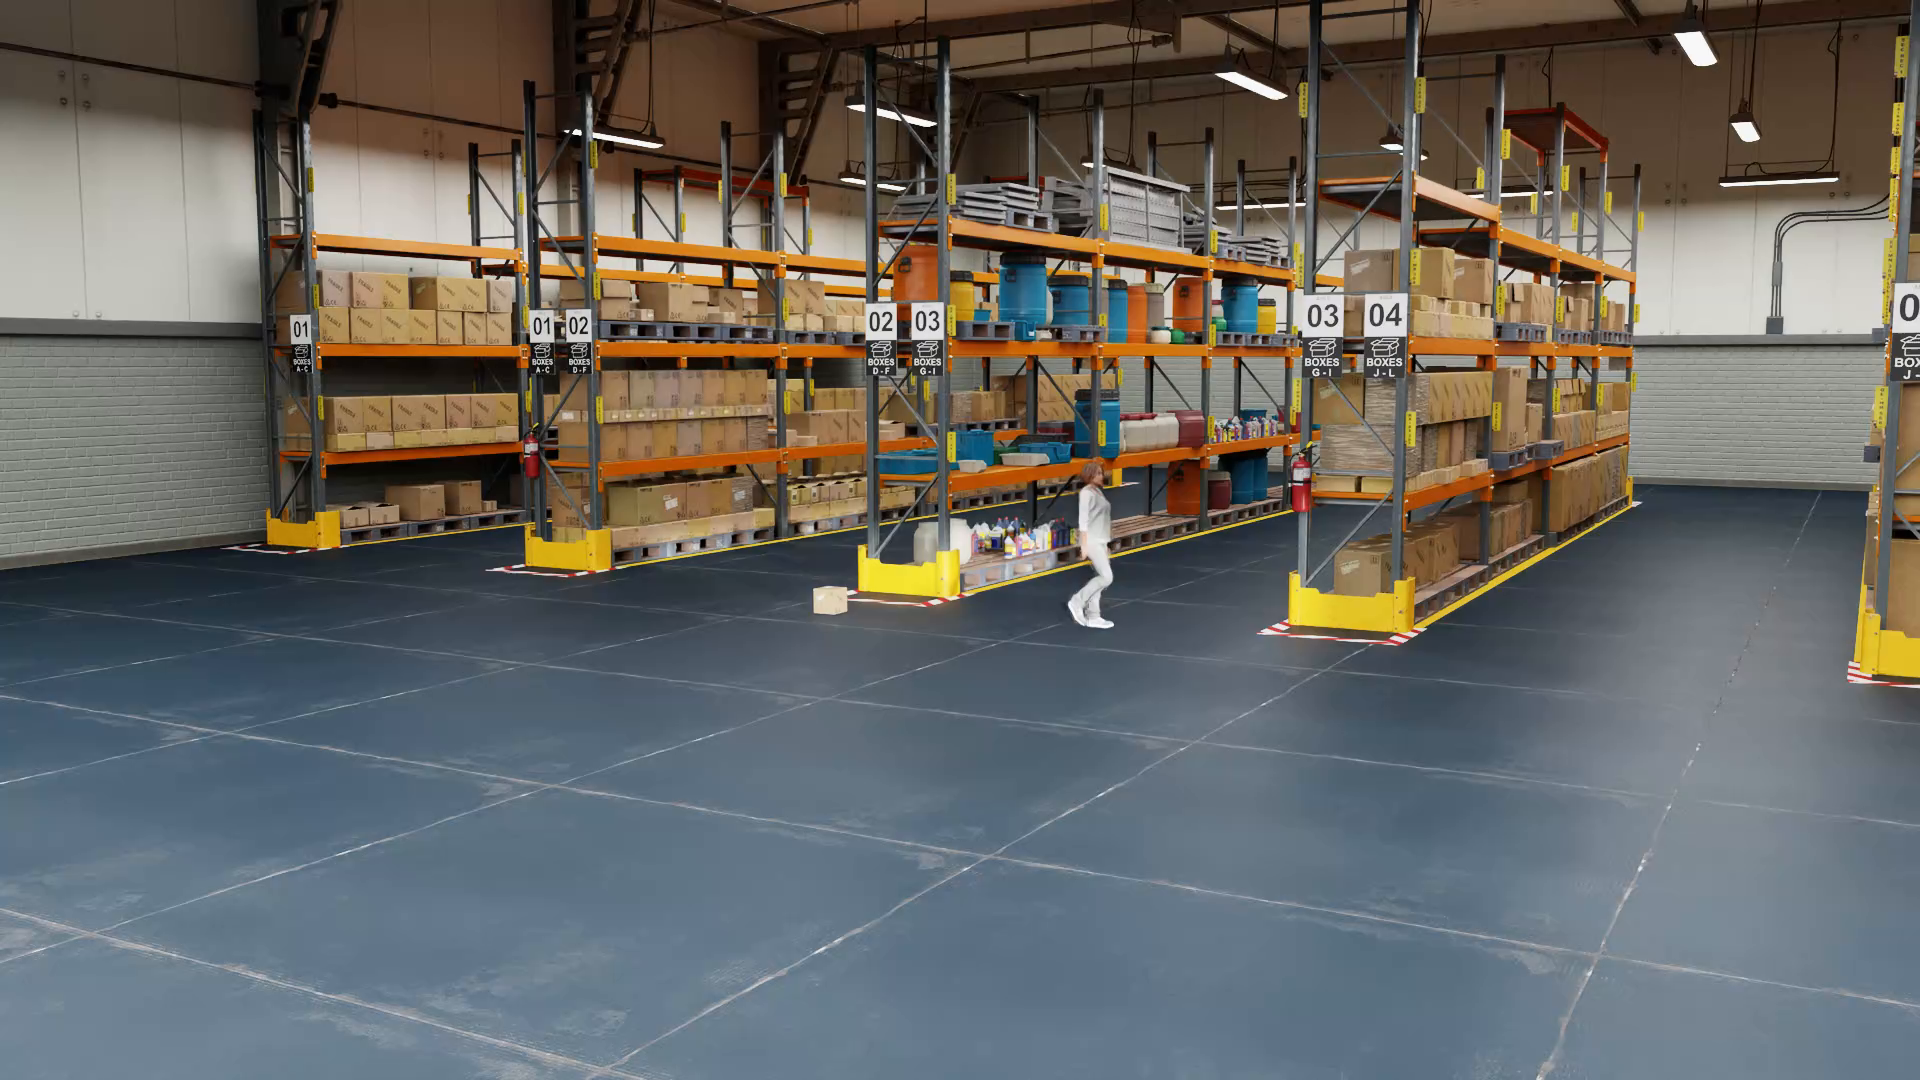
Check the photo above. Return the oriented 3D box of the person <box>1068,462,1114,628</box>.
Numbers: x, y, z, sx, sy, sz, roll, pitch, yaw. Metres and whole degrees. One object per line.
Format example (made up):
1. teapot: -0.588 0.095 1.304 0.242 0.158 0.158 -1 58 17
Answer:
1. person: 1.274 0.057 15.885 0.447 1.575 0.414 2 7 21
